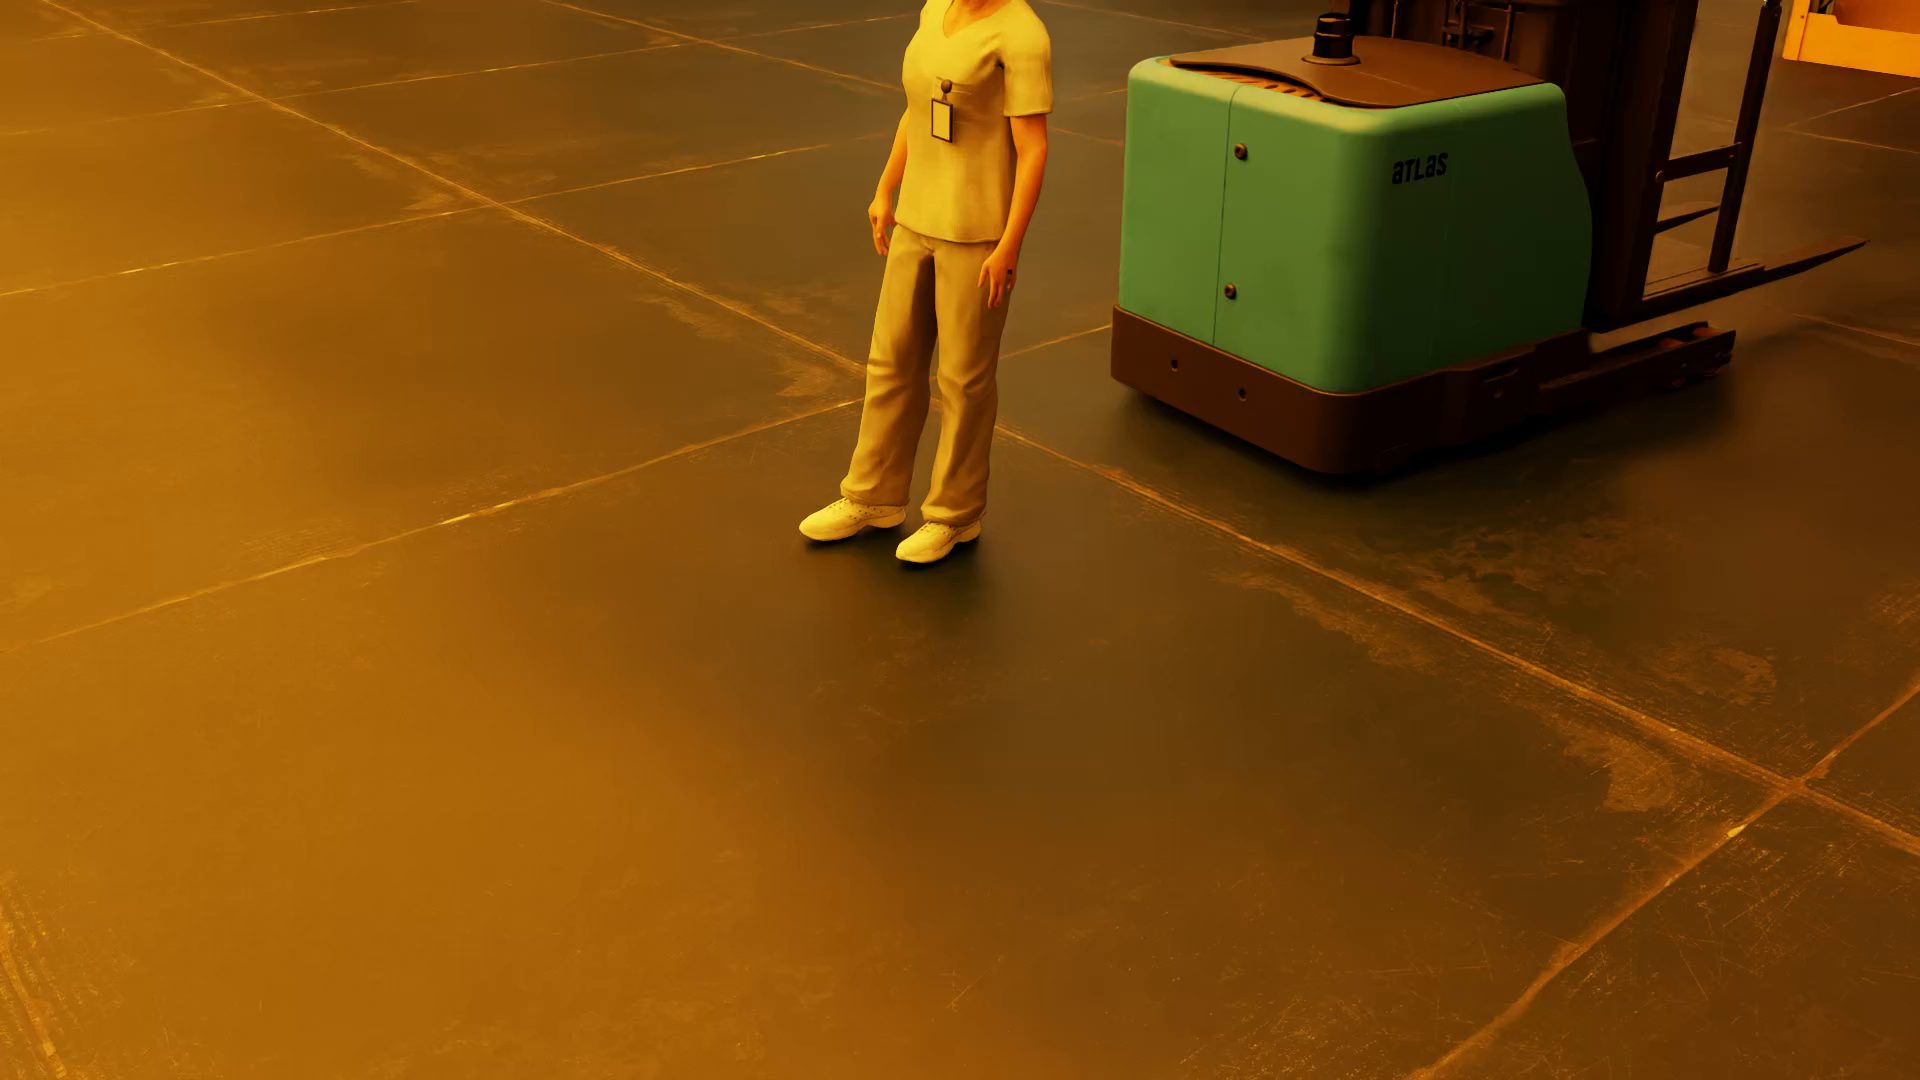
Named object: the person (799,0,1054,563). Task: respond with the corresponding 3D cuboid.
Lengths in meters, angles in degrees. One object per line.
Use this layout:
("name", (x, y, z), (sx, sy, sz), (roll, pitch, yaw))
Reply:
("person", (-0.065, -0.716, 4.105), (0.549, 1.620, 0.550), (-20, 33, -35))

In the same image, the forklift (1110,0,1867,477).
("forklift", (1.994, -1.989, 5.213), (3.031, 2.935, 1.130), (-17, 31, -31))
